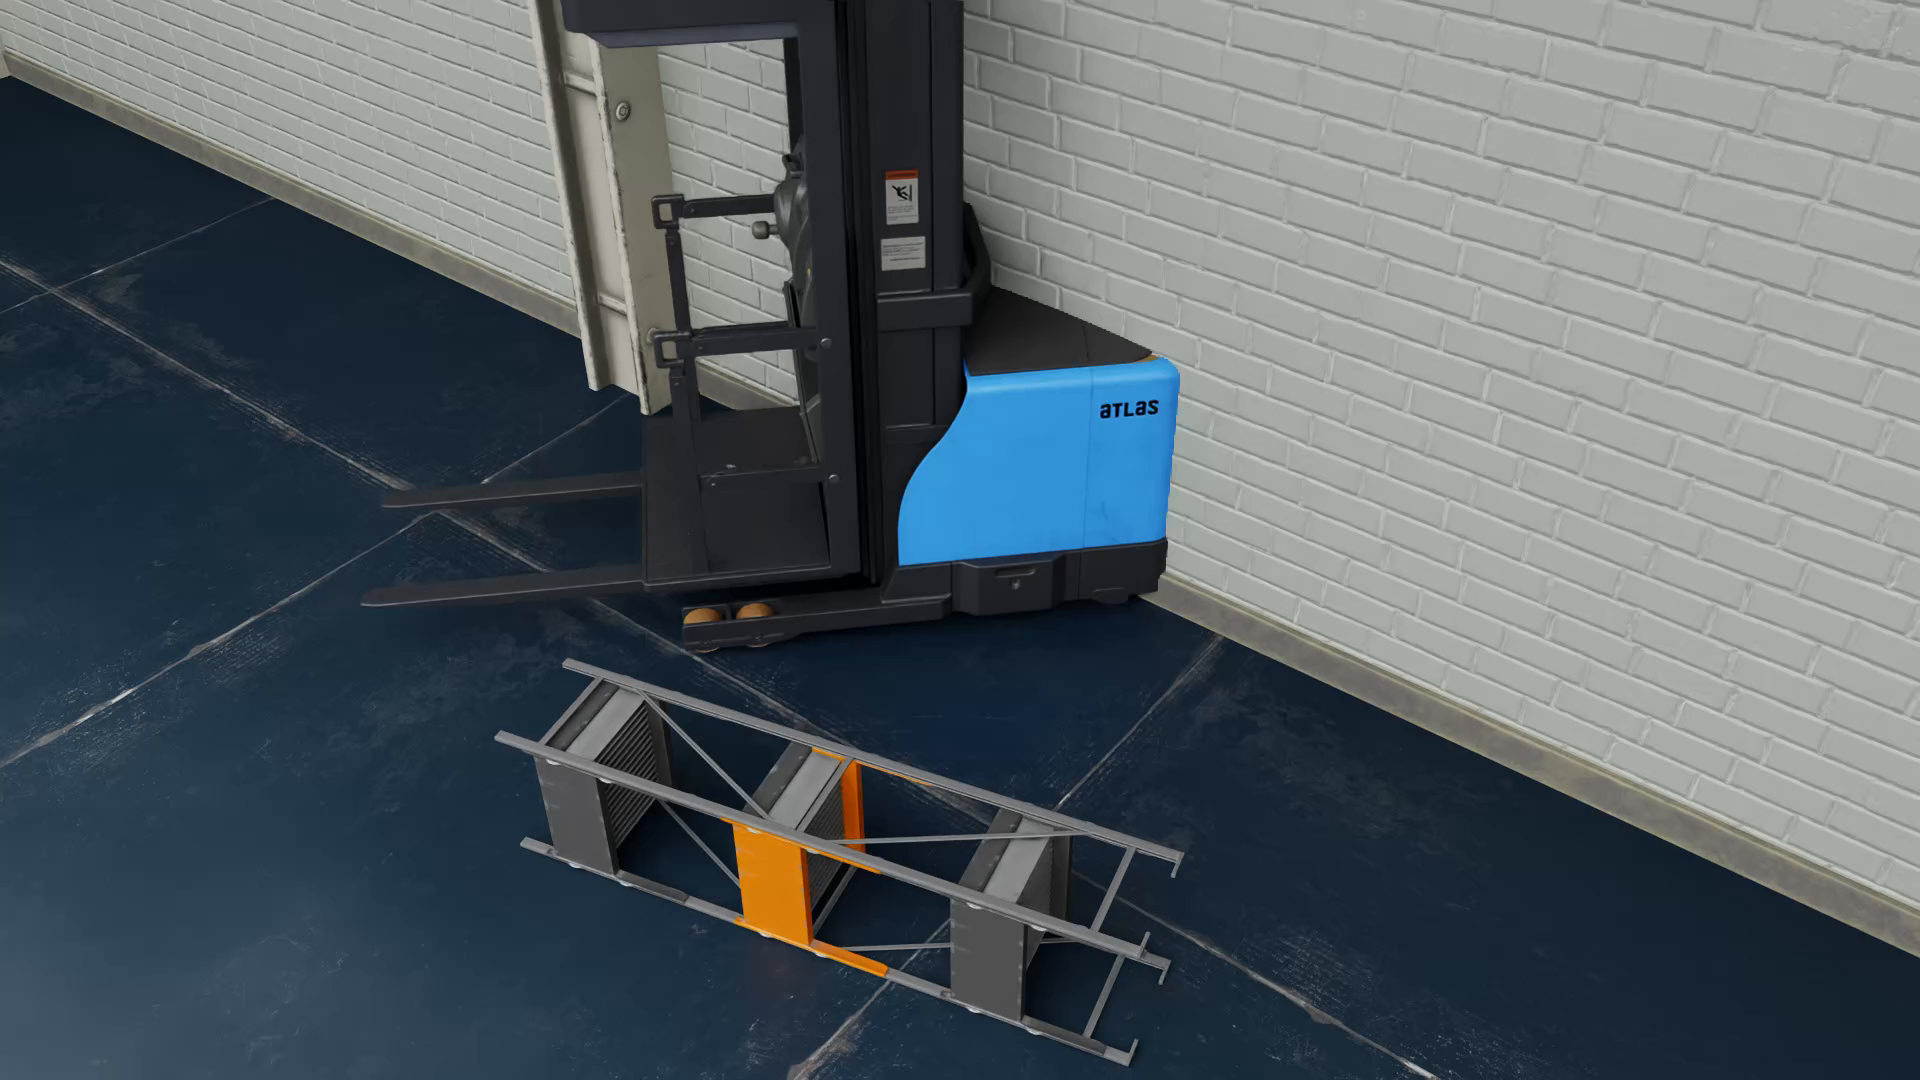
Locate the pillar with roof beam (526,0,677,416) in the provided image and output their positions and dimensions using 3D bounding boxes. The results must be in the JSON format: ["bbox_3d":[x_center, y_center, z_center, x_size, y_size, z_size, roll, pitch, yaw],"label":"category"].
[{"bbox_3d":[-4.074,-2.140,2.183,0.400,9.000,9.100,25,45,29],"label":"pillar with roof beam"}]

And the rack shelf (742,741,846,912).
[{"bbox_3d":[-0.511,0.922,5.154,0.174,0.457,0.368,15,40,18],"label":"rack shelf"}]

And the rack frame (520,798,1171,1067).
[{"bbox_3d":[-0.398,1.144,5.265,2.100,0.015,0.400,15,40,18],"label":"rack frame"}]

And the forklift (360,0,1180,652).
[{"bbox_3d":[-0.749,-1.084,5.757,3.031,2.935,1.130,-5,38,-7],"label":"forklift"}]

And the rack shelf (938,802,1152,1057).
[{"bbox_3d":[0.257,1.127,4.892,0.518,0.480,0.431,15,40,18],"label":"rack shelf"}]

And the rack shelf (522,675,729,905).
[{"bbox_3d":[-1.028,0.784,5.330,0.518,0.480,0.431,15,40,18],"label":"rack shelf"}]

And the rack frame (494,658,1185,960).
[{"bbox_3d":[-0.398,0.760,4.965,2.100,0.015,0.400,15,40,18],"label":"rack frame"}]

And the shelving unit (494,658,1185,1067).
[{"bbox_3d":[-0.398,0.952,5.115,2.100,0.503,0.431,15,40,18],"label":"shelving unit"}]

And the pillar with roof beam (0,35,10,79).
[{"bbox_3d":[-8.840,-4.387,5.053,0.400,9.000,9.100,25,45,29],"label":"pillar with roof beam"}]
